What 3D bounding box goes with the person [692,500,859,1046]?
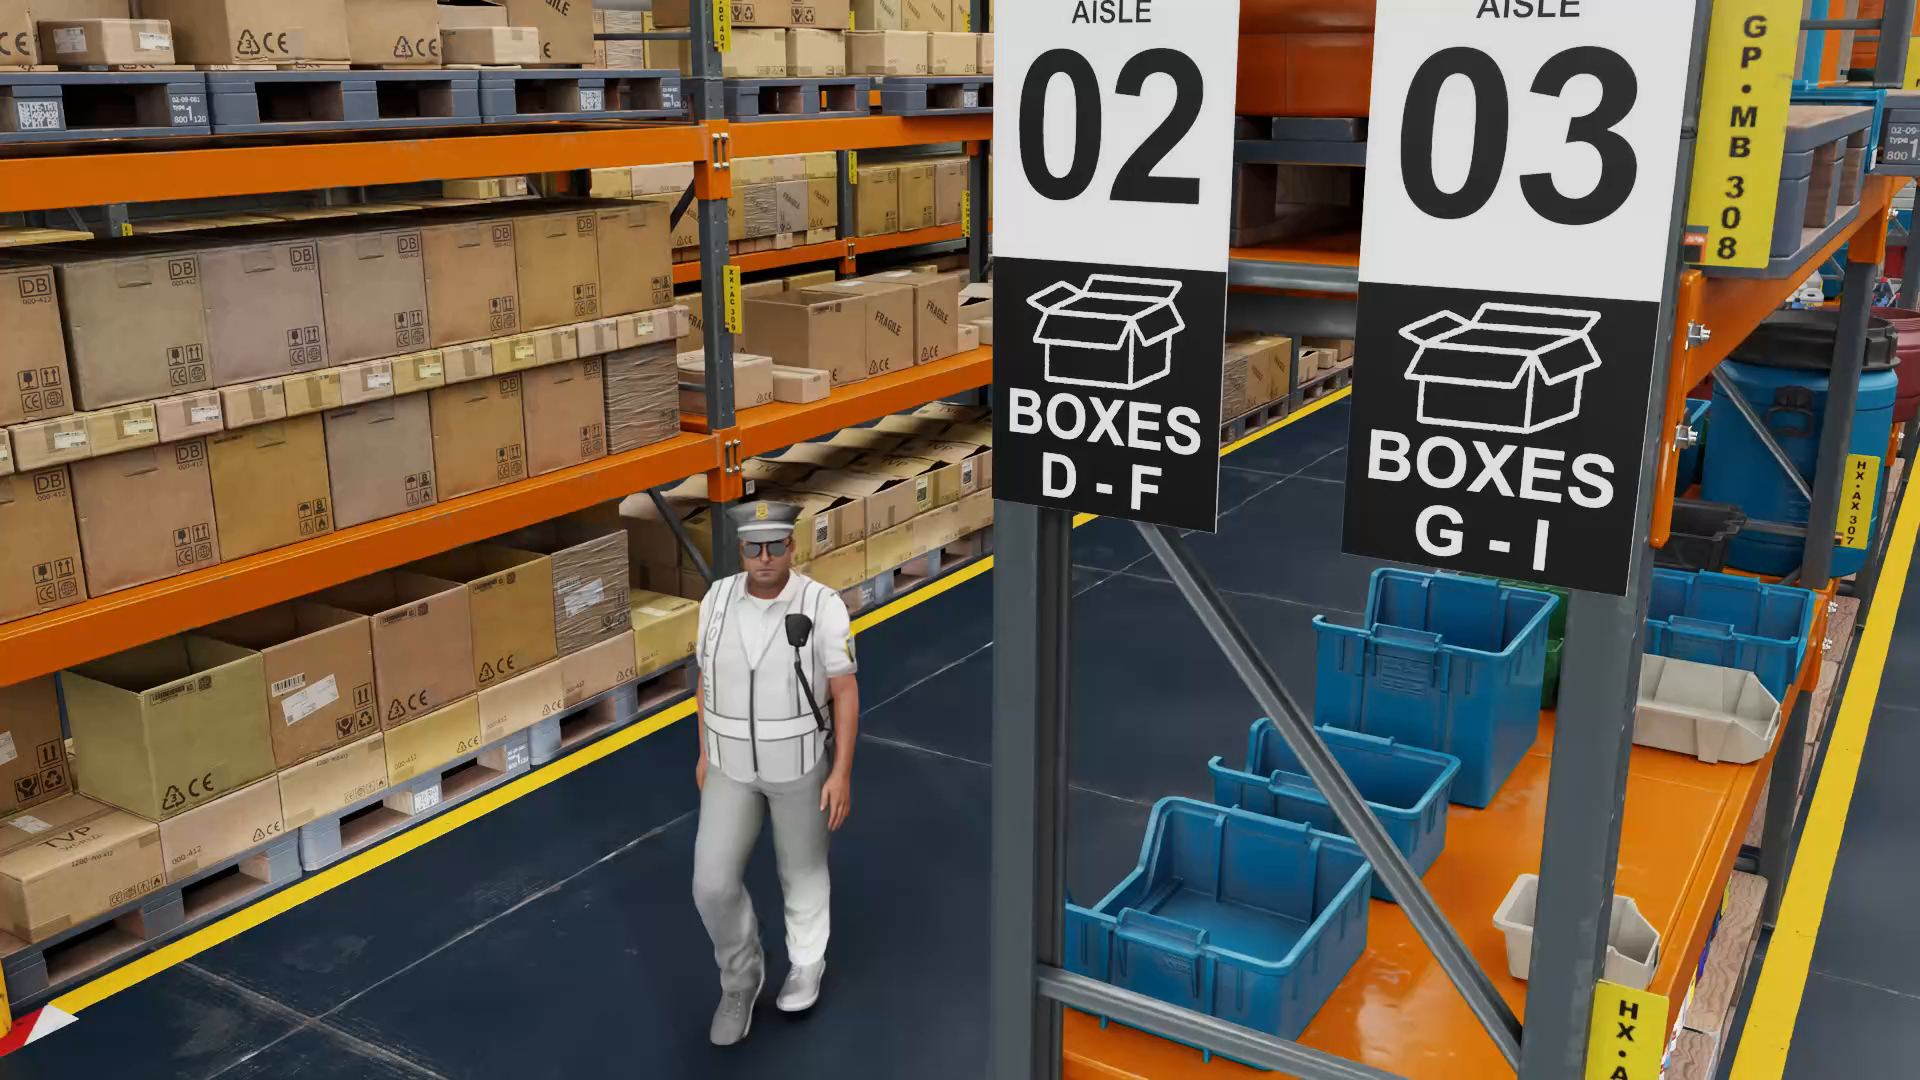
[{"bbox_3d":[-0.613,0.765,5.389,0.576,1.837,0.512,2,16,7],"label":"person"}]
